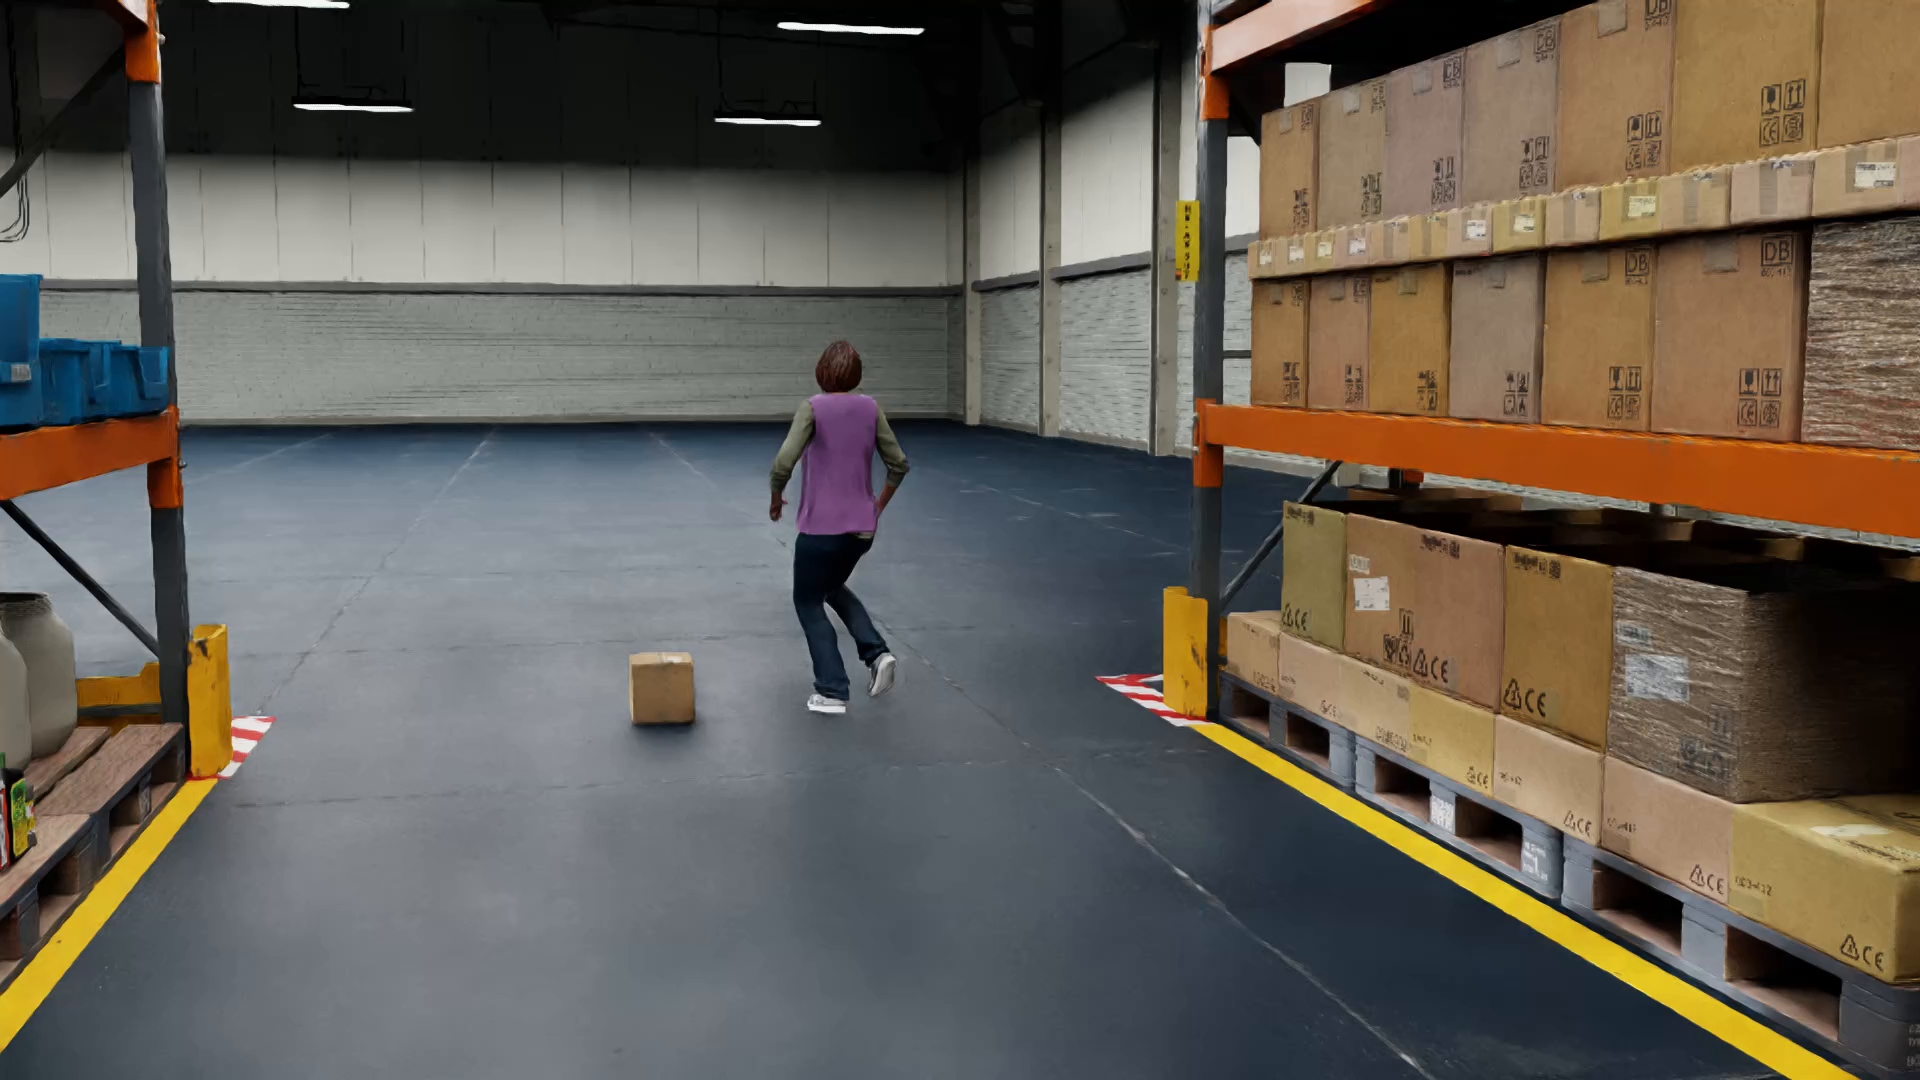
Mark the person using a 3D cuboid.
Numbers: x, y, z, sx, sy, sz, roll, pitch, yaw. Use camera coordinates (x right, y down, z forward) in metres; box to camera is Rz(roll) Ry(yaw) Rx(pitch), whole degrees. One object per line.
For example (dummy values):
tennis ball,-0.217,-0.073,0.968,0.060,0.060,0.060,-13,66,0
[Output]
person,-0.557,-0.047,6.953,0.579,1.567,0.442,-5,8,-39
